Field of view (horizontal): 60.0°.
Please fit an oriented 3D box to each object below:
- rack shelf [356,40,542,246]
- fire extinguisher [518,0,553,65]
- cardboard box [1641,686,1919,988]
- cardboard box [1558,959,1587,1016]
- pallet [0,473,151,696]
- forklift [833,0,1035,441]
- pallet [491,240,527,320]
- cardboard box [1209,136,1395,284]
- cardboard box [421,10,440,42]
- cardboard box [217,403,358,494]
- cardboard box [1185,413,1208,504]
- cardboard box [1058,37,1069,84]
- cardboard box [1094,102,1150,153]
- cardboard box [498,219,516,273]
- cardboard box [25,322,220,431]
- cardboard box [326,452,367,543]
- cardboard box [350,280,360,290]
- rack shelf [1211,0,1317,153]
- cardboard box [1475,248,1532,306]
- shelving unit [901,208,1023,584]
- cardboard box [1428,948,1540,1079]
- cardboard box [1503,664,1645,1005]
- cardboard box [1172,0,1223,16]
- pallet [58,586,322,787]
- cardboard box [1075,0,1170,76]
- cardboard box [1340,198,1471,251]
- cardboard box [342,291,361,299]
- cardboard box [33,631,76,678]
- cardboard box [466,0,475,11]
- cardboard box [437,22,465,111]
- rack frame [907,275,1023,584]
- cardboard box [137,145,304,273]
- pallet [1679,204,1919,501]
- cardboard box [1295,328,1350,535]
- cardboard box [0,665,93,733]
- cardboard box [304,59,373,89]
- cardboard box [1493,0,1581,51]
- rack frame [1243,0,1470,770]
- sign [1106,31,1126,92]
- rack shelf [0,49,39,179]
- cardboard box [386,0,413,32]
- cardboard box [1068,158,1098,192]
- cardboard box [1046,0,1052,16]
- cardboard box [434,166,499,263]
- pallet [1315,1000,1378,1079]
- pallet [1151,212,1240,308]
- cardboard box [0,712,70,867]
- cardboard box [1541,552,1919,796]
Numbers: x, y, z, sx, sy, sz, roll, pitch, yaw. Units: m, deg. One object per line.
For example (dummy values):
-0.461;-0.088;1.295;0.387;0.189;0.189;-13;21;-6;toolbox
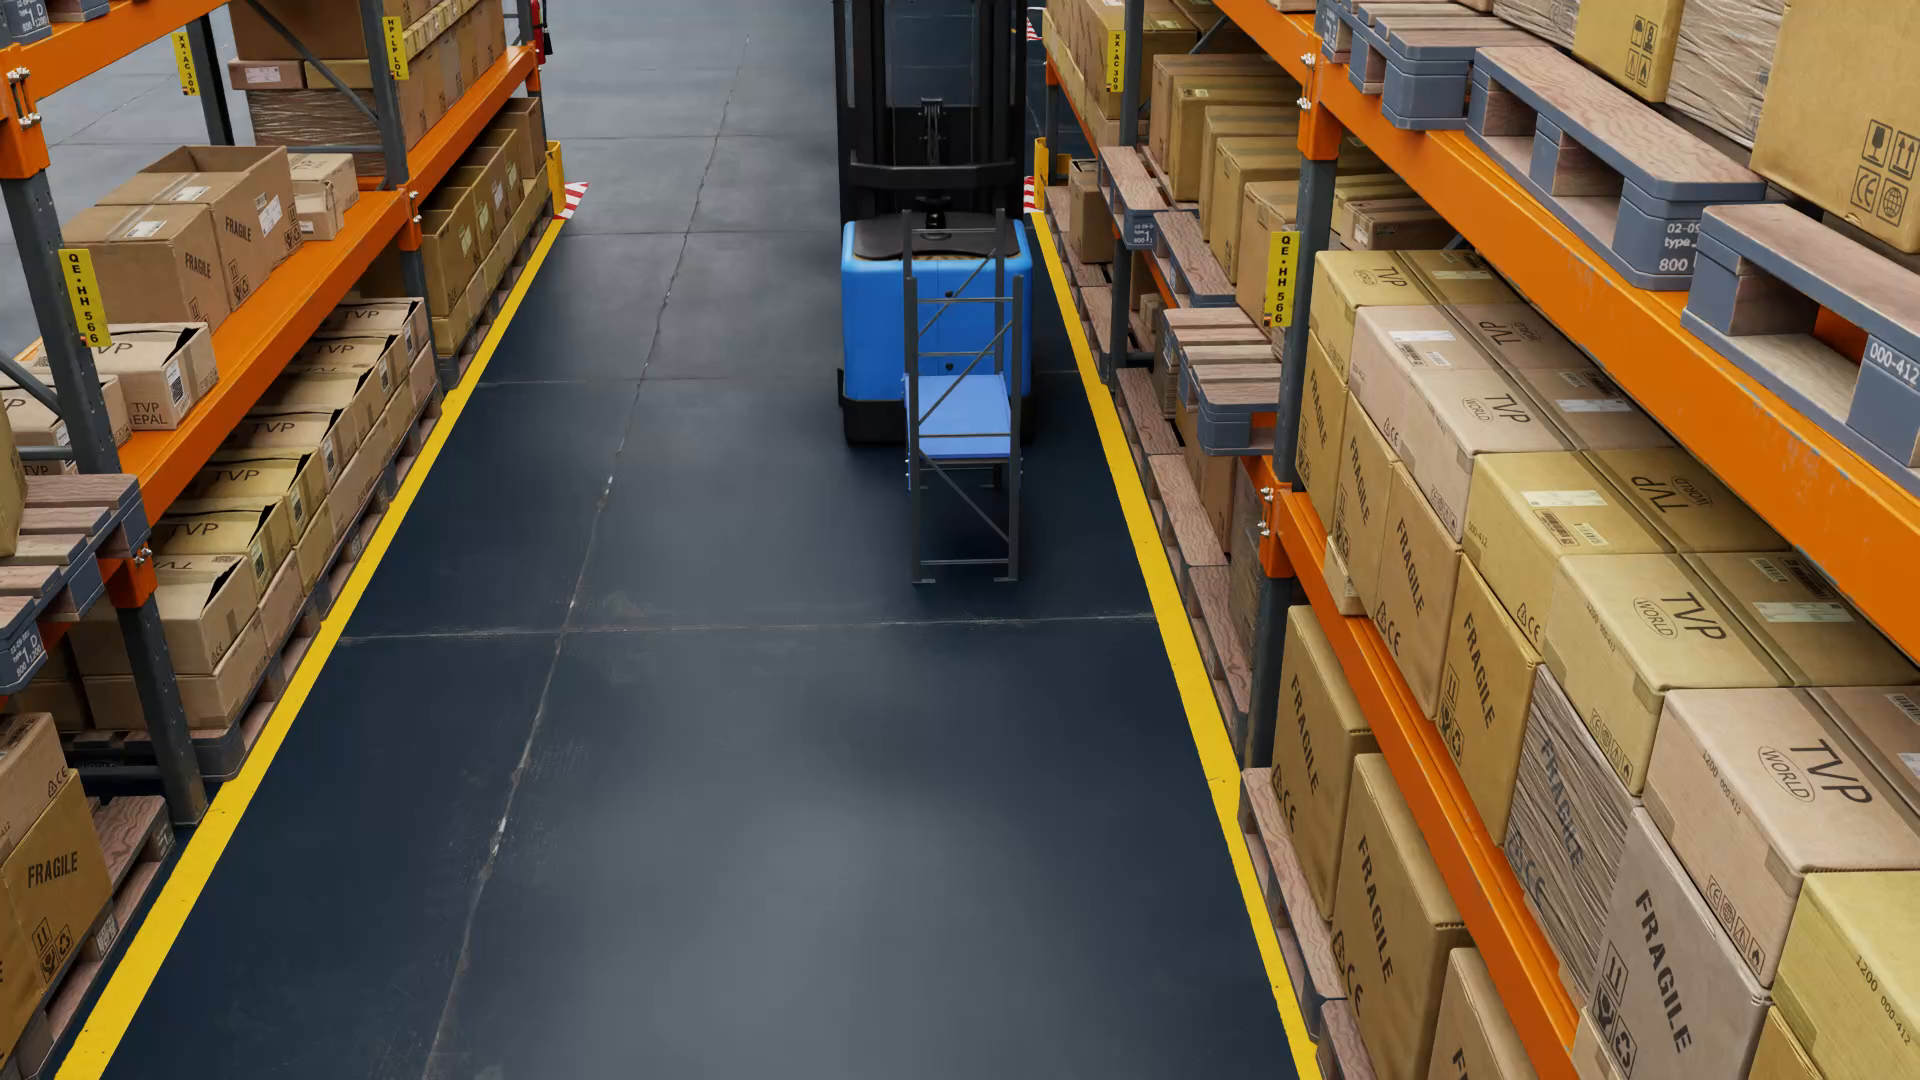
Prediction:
-3.655;-2.728;11.014;1.077;0.370;4.000;-1;28;-3;rack shelf
-3.302;-4.002;12.763;0.296;0.674;0.183;-1;28;-3;fire extinguisher
1.517;0.486;2.811;0.500;0.250;0.500;-1;28;-2;cardboard box
1.489;0.931;3.470;0.380;0.149;0.250;-1;28;-3;cardboard box
-3.237;0.120;4.983;1.213;0.211;1.003;-1;28;-3;pallet
-0.177;-2.487;9.849;1.130;2.935;3.031;-1;28;-2;forklift
-3.617;-1.820;11.511;1.003;0.211;1.213;-1;28;-3;pallet
1.483;-1.428;7.161;0.700;0.500;0.500;-1;28;-3;cardboard box
-3.443;-3.179;10.292;0.380;0.149;0.250;-2;28;-4;cardboard box
-3.164;-0.456;7.793;0.500;0.311;0.500;-2;28;-3;cardboard box
1.514;-0.518;8.226;0.700;0.500;0.500;-1;28;-2;cardboard box
0.957;-3.326;11.524;0.500;0.250;0.500;-2;28;-3;cardboard box
1.068;-2.398;9.745;0.500;0.250;0.500;-1;28;-3;cardboard box
-3.346;-2.005;11.369;0.500;0.250;0.500;-1;28;-3;cardboard box
-3.195;-0.654;6.357;0.500;0.311;0.500;-2;28;-3;cardboard box
-3.163;-0.201;7.911;0.500;0.250;0.500;-1;28;-2;cardboard box
-3.808;-1.863;10.286;0.500;0.500;0.500;-1;28;-3;cardboard box
1.500;-2.332;7.012;1.077;0.370;4.000;-1;28;-3;rack shelf
1.887;-0.712;5.109;0.500;0.250;0.500;-1;28;-1;cardboard box
-0.004;-0.704;7.979;0.538;1.500;1.048;-1;28;-3;shelving unit
1.600;1.509;3.983;0.750;0.750;0.750;-1;28;-1;cardboard box
1.483;0.590;3.423;0.500;0.500;0.500;-1;28;-3;cardboard box
1.557;-2.980;10.051;0.500;0.500;0.500;-2;28;-3;cardboard box
-3.346;0.579;6.911;1.003;0.211;1.213;-1;28;-3;pallet
1.015;-3.193;10.459;0.500;0.500;0.500;-2;28;-4;cardboard box
1.557;-1.083;5.797;0.380;0.149;0.250;-5;28;-9;cardboard box
-3.793;-1.299;10.016;0.500;0.250;0.500;-1;28;-3;cardboard box
-3.615;0.272;6.397;0.500;0.311;0.500;-1;28;-1;cardboard box
-3.496;-3.654;11.203;0.380;0.149;0.250;-1;28;-1;cardboard box
-3.665;-3.084;10.811;0.700;0.500;0.500;-1;28;-1;cardboard box
0.022;-0.470;7.529;0.500;1.500;0.032;-1;28;-3;rack frame
-3.500;-1.569;7.907;0.500;0.500;0.500;1;28;1;cardboard box
1.716;-0.217;2.386;0.805;0.209;1.217;-2;28;-5;pallet
1.374;-0.352;5.230;0.500;0.500;0.500;-1;28;-1;cardboard box
-3.613;0.520;6.529;0.500;0.250;0.500;-1;28;-1;cardboard box
-3.372;-2.584;9.151;0.380;0.149;0.250;-1;28;-3;cardboard box
1.767;-1.501;4.056;0.700;0.500;0.500;-3;28;-5;cardboard box
1.605;-0.397;5.768;1.000;3.000;0.127;-1;28;-3;rack frame
0.854;-2.612;9.078;0.100;0.325;0.005;-1;28;-3;sign
-3.238;-0.363;3.237;1.077;0.370;4.000;-1;28;-3;rack shelf
-3.608;-3.181;9.594;0.700;0.500;0.500;-1;28;-3;cardboard box
1.133;-2.773;12.755;0.500;0.311;0.500;-4;28;-8;cardboard box
0.912;-4.139;12.272;0.500;0.500;0.500;-1;28;-3;cardboard box
-3.315;-2.106;10.753;0.500;0.500;0.500;-1;28;-3;cardboard box
1.631;1.767;4.634;1.003;0.211;1.213;-1;28;-3;pallet
1.460;-1.225;7.563;1.003;0.211;1.213;-1;28;-3;pallet
-3.052;0.757;4.971;0.500;0.250;0.500;0;28;-1;cardboard box
1.490;0.251;3.263;0.500;0.250;0.500;-1;28;-2;cardboard box
